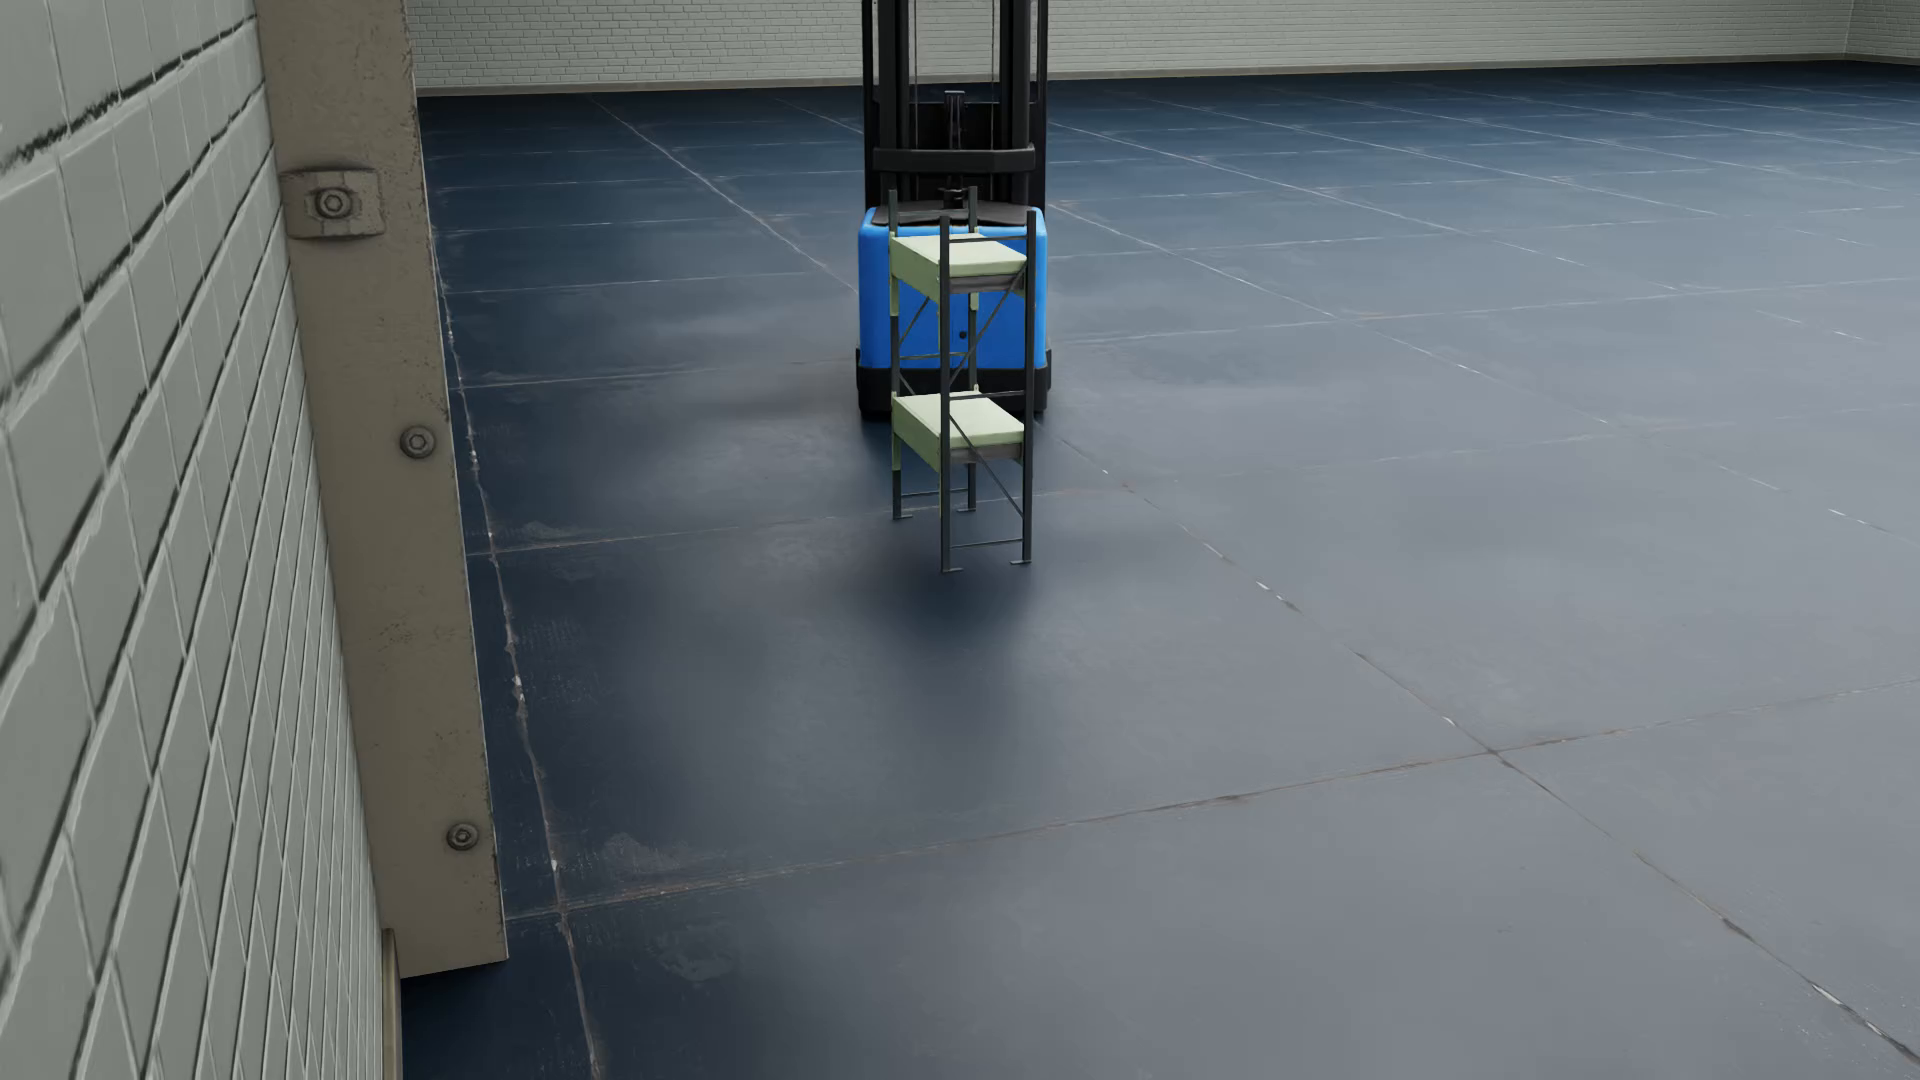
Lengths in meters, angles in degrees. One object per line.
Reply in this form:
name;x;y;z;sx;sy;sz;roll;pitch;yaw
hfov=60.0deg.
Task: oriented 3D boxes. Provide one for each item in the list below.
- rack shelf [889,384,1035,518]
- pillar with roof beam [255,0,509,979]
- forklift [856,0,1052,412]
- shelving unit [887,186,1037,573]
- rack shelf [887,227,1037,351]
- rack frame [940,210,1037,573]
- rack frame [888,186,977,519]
rack shelf;-0.002;-0.401;7.279;0.431;0.370;0.720;-6;21;-17
pillar with roof beam;2.695;-3.641;4.241;9.100;9.000;0.400;-6;21;-17
forklift;-0.027;-2.533;10.134;1.130;2.935;3.031;0;20;1
shelving unit;-0.002;-0.708;7.169;0.431;1.500;0.755;-6;21;-17
rack shelf;-0.002;-1.075;7.037;0.431;0.370;0.720;-6;21;-17
rack frame;0.113;-0.591;6.842;0.400;1.500;0.023;-6;21;-17
rack frame;-0.117;-0.825;7.496;0.400;1.500;0.023;-6;21;-17
